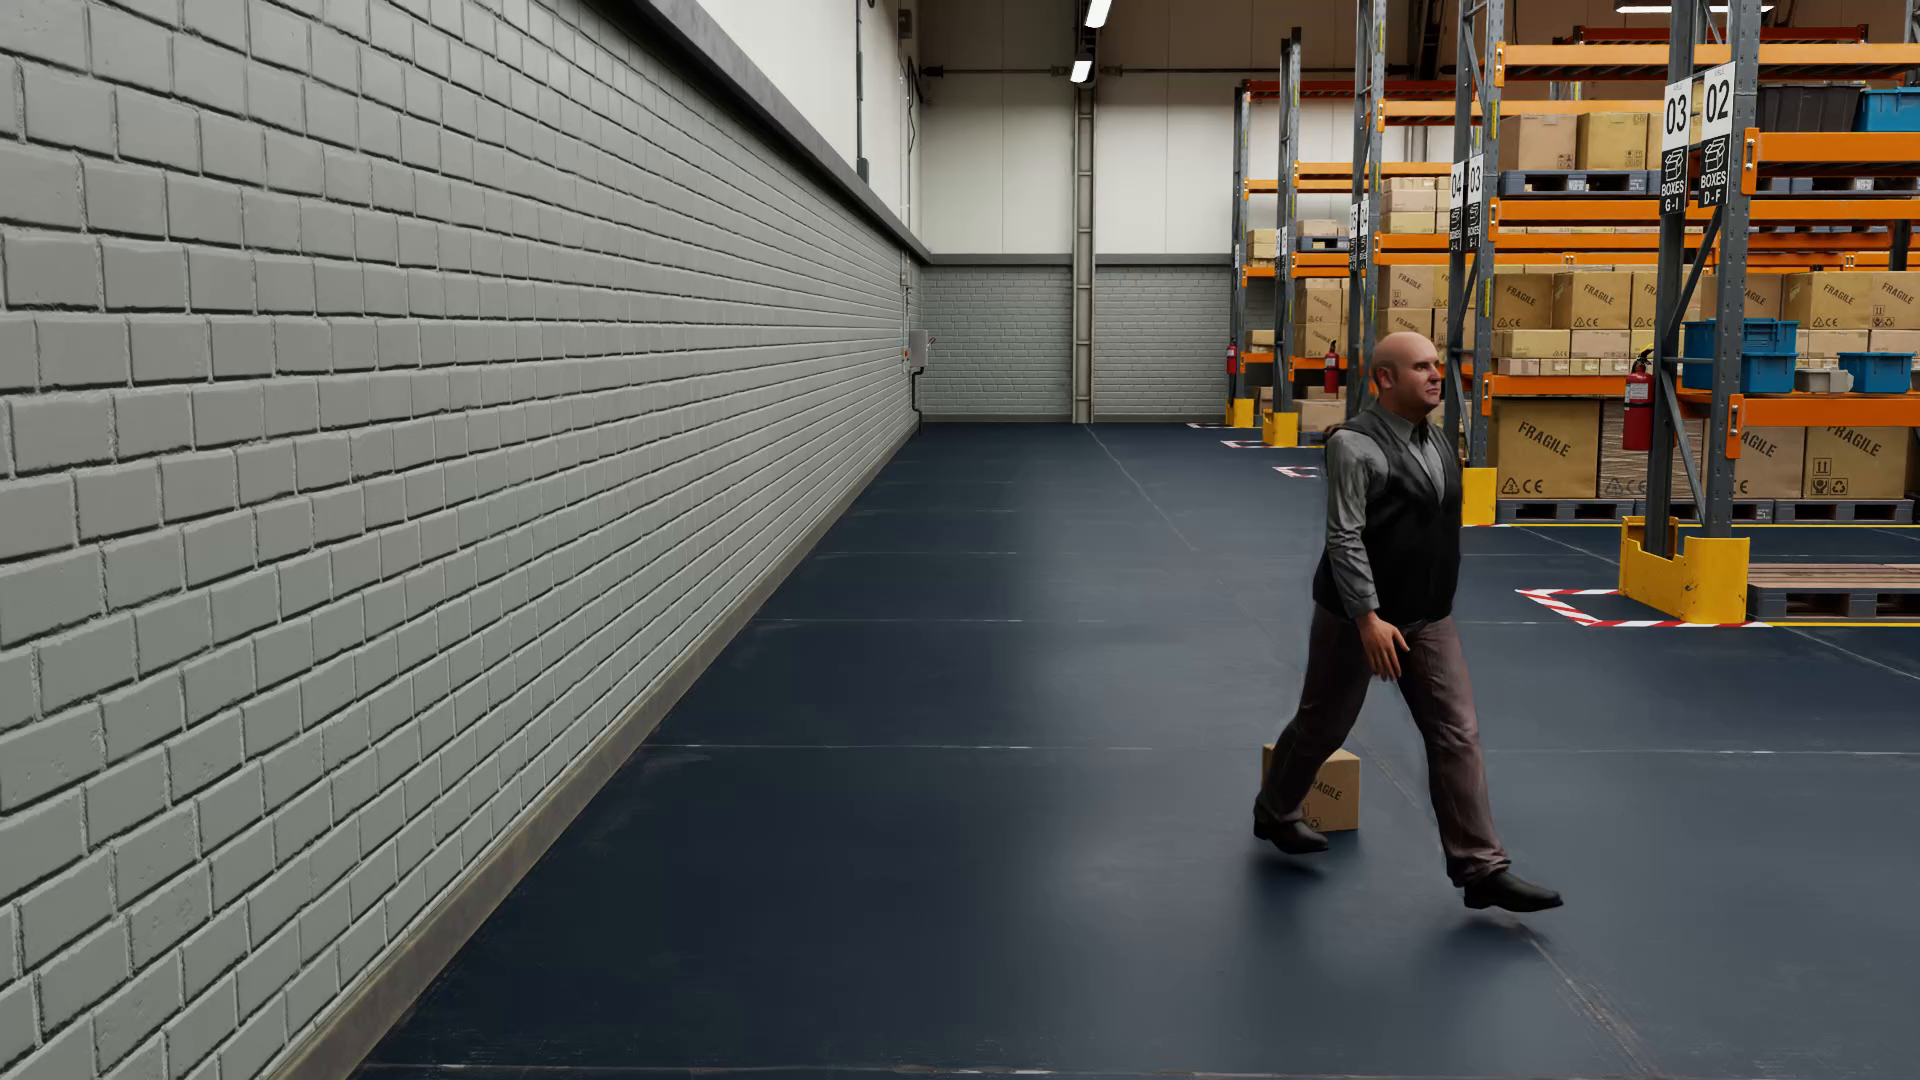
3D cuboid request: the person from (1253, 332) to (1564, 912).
[{"bbox_3d":[1.281,0.220,4.918,0.543,1.660,1.069,-4,8,-32],"label":"person"}]
